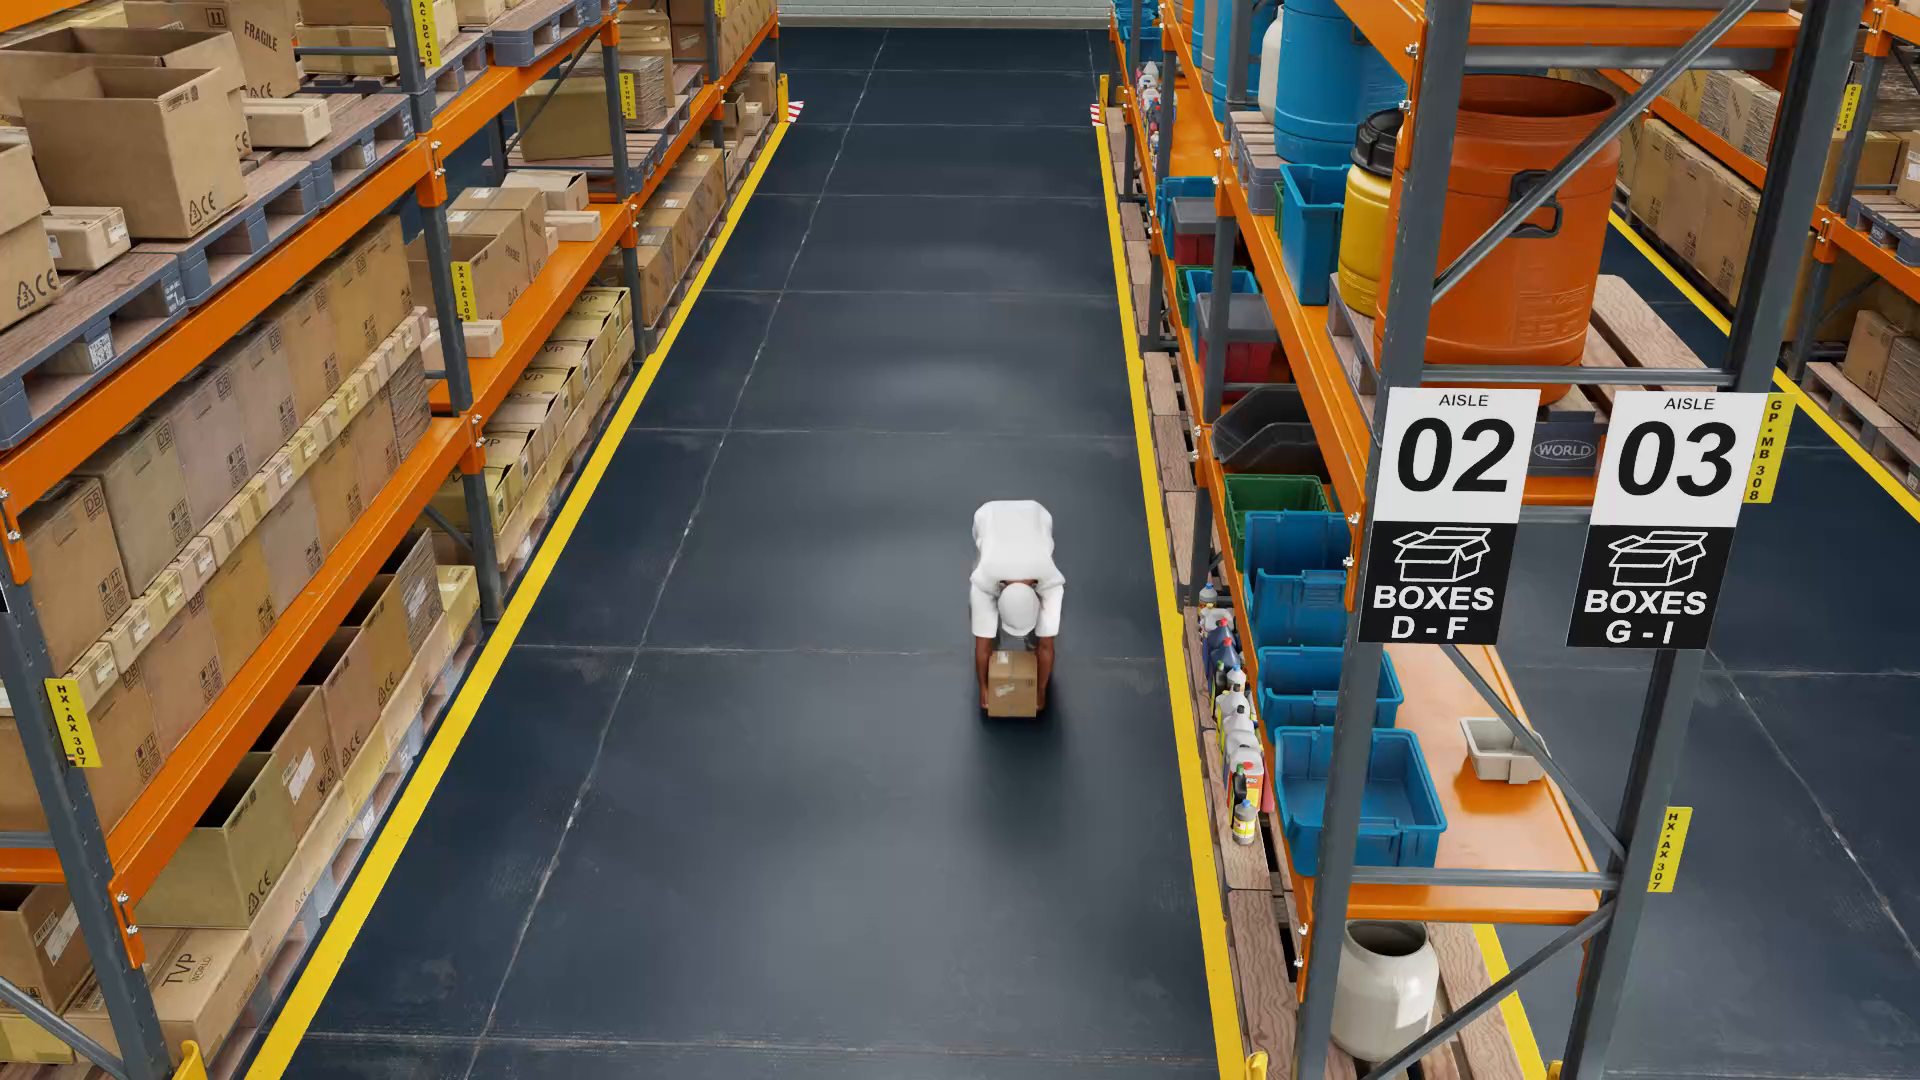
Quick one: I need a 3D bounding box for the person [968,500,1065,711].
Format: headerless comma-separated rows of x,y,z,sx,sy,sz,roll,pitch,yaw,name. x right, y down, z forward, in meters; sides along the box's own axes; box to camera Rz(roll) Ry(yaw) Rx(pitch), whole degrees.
0.294,0.342,8.801,0.502,0.966,0.973,0,28,-1,person
